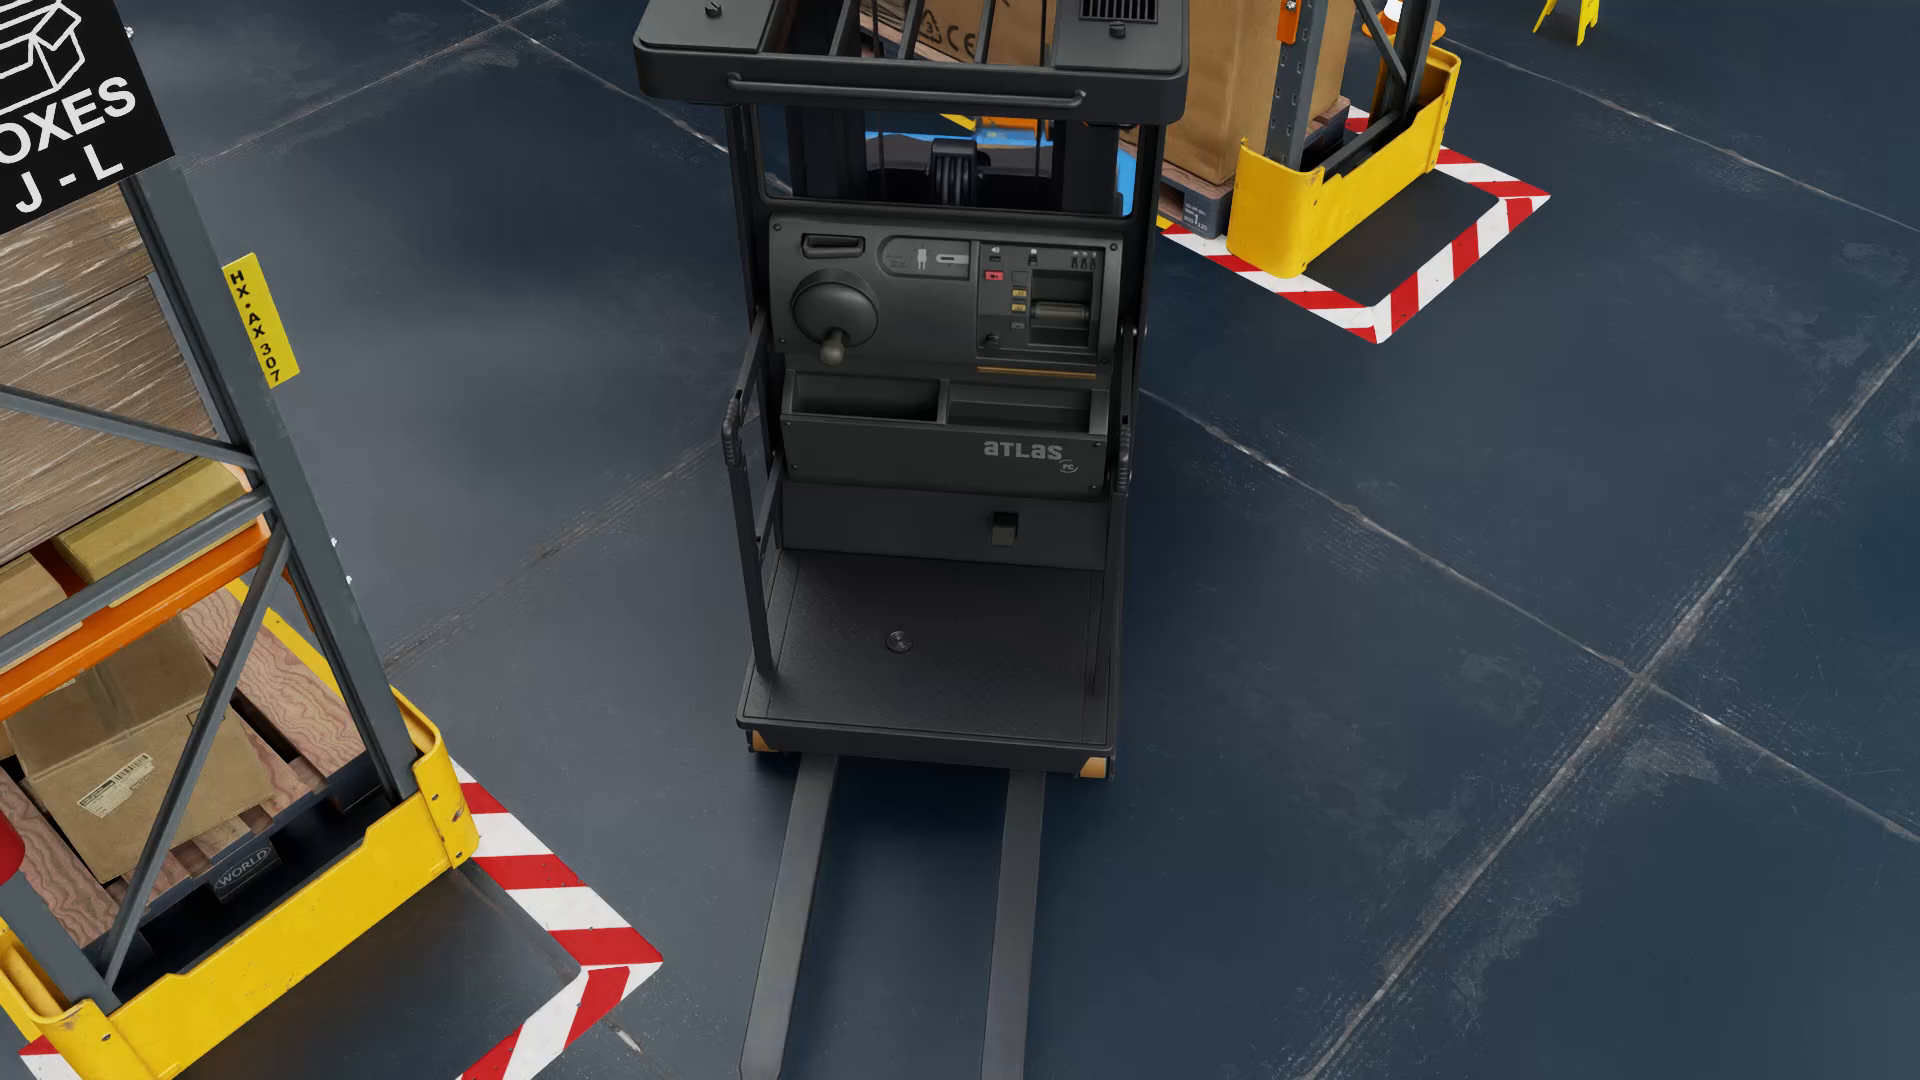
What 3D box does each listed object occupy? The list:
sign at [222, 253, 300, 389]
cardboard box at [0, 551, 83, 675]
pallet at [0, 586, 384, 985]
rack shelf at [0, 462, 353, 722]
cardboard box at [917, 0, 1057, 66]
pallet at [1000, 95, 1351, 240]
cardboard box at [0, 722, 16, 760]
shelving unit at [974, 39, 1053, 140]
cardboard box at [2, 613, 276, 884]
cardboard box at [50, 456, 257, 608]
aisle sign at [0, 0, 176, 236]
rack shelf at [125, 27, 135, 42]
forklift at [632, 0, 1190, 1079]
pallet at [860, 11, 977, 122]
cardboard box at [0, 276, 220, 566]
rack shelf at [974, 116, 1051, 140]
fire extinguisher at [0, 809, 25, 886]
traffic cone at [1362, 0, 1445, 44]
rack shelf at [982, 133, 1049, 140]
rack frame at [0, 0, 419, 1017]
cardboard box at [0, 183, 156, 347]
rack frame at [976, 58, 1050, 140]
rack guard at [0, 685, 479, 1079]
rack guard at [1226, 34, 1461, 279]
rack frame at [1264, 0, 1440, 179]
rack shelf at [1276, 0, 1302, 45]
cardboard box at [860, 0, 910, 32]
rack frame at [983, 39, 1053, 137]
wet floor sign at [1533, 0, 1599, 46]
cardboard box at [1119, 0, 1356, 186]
[{"bbox_3d":[-1.492,-0.456,3.527,0.005,0.325,0.100,34,55,28],"label":"sign"},{"bbox_3d":[-2.209,0.187,3.689,0.250,0.149,0.380,34,55,28],"label":"cardboard box"},{"bbox_3d":[-2.488,0.628,5.016,1.213,0.211,1.003,34,55,28],"label":"pallet"},{"bbox_3d":[-3.329,-0.611,4.760,4.000,0.370,1.077,34,55,28],"label":"rack shelf"},{"bbox_3d":[0.388,-2.626,7.328,0.875,0.875,0.875,33,55,27],"label":"cardboard box"},{"bbox_3d":[0.938,-1.875,7.366,1.213,0.211,1.003,34,55,28],"label":"pallet"},{"bbox_3d":[-2.770,0.248,4.886,0.500,0.500,0.500,-25,52,-21],"label":"cardboard box"},{"bbox_3d":[0.181,-1.204,6.046,0.258,1.200,0.189,5,37,4],"label":"shelving unit"},{"bbox_3d":[-2.307,0.525,4.626,0.500,0.500,0.500,-28,53,-24],"label":"cardboard box"},{"bbox_3d":[-1.907,-0.051,3.913,0.250,0.149,0.380,34,55,28],"label":"cardboard box"},{"bbox_3d":[-1.610,-0.889,2.744,0.004,0.787,0.394,34,55,28],"label":"aisle sign"},{"bbox_3d":[-3.329,-1.638,3.666,4.000,0.370,1.077,34,55,28],"label":"rack shelf"},{"bbox_3d":[-0.061,-0.546,4.252,1.130,2.935,3.031,4,47,4],"label":"forklift"},{"bbox_3d":[0.046,-2.478,7.932,1.213,0.211,1.003,34,55,28],"label":"pallet"},{"bbox_3d":[-2.245,-0.291,3.693,0.500,0.500,0.875,34,55,28],"label":"cardboard box"},{"bbox_3d":[0.187,-1.457,5.859,0.258,0.103,0.180,5,37,4],"label":"rack shelf"},{"bbox_3d":[-2.088,0.461,3.312,0.183,0.674,0.296,34,55,28],"label":"fire extinguisher"},{"bbox_3d":[2.152,-2.631,7.903,0.334,0.463,0.336,34,55,28],"label":"traffic cone"},{"bbox_3d":[0.184,-1.361,5.930,0.258,0.103,0.180,5,37,4],"label":"rack shelf"},{"bbox_3d":[-1.859,0.131,3.569,0.127,3.000,1.000,34,55,28],"label":"rack frame"},{"bbox_3d":[-2.079,-0.765,3.452,0.500,0.500,0.500,34,55,28],"label":"cardboard box"},{"bbox_3d":[0.171,-1.150,5.973,0.240,1.200,0.006,5,37,4],"label":"rack frame"},{"bbox_3d":[-1.915,0.949,4.516,0.348,0.500,1.175,34,55,28],"label":"rack guard"},{"bbox_3d":[1.596,-1.608,6.917,0.348,0.500,1.175,34,55,28],"label":"rack guard"},{"bbox_3d":[1.579,-2.476,6.017,0.127,3.000,1.000,34,55,28],"label":"rack frame"},{"bbox_3d":[0.109,-3.219,7.208,4.000,0.370,1.077,34,55,28],"label":"rack shelf"},{"bbox_3d":[-0.281,-3.078,7.752,0.875,0.875,0.875,34,56,28],"label":"cardboard box"},{"bbox_3d":[0.190,-1.258,6.119,0.240,1.200,0.006,5,37,4],"label":"rack frame"},{"bbox_3d":[2.943,-2.716,7.858,0.232,0.644,0.267,25,52,22],"label":"wet floor sign"},{"bbox_3d":[1.036,-2.192,6.920,0.875,0.875,0.875,34,56,28],"label":"cardboard box"}]
